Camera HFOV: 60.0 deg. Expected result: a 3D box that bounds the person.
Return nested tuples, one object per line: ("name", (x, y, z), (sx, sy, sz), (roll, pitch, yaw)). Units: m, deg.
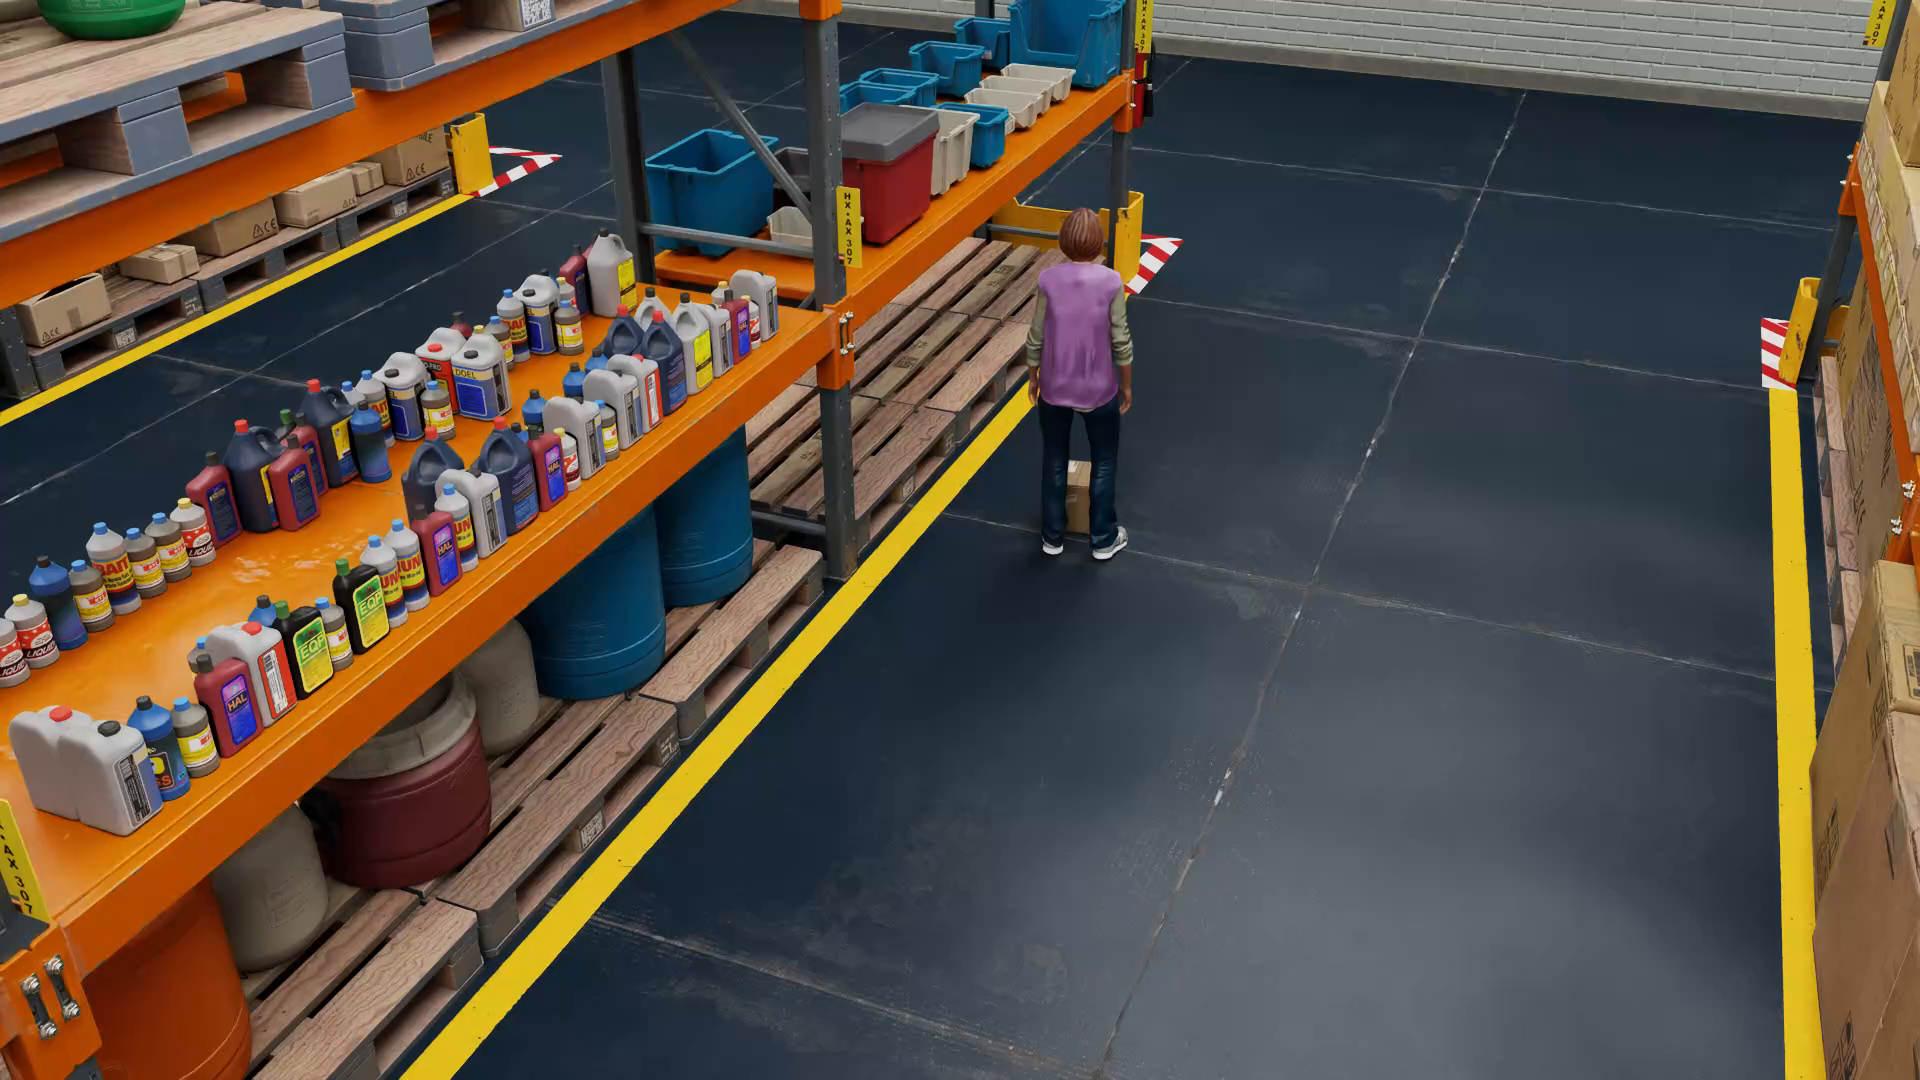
("person", (0.522, -0.649, 7.273), (0.475, 1.581, 0.349), (7, 31, 12))
